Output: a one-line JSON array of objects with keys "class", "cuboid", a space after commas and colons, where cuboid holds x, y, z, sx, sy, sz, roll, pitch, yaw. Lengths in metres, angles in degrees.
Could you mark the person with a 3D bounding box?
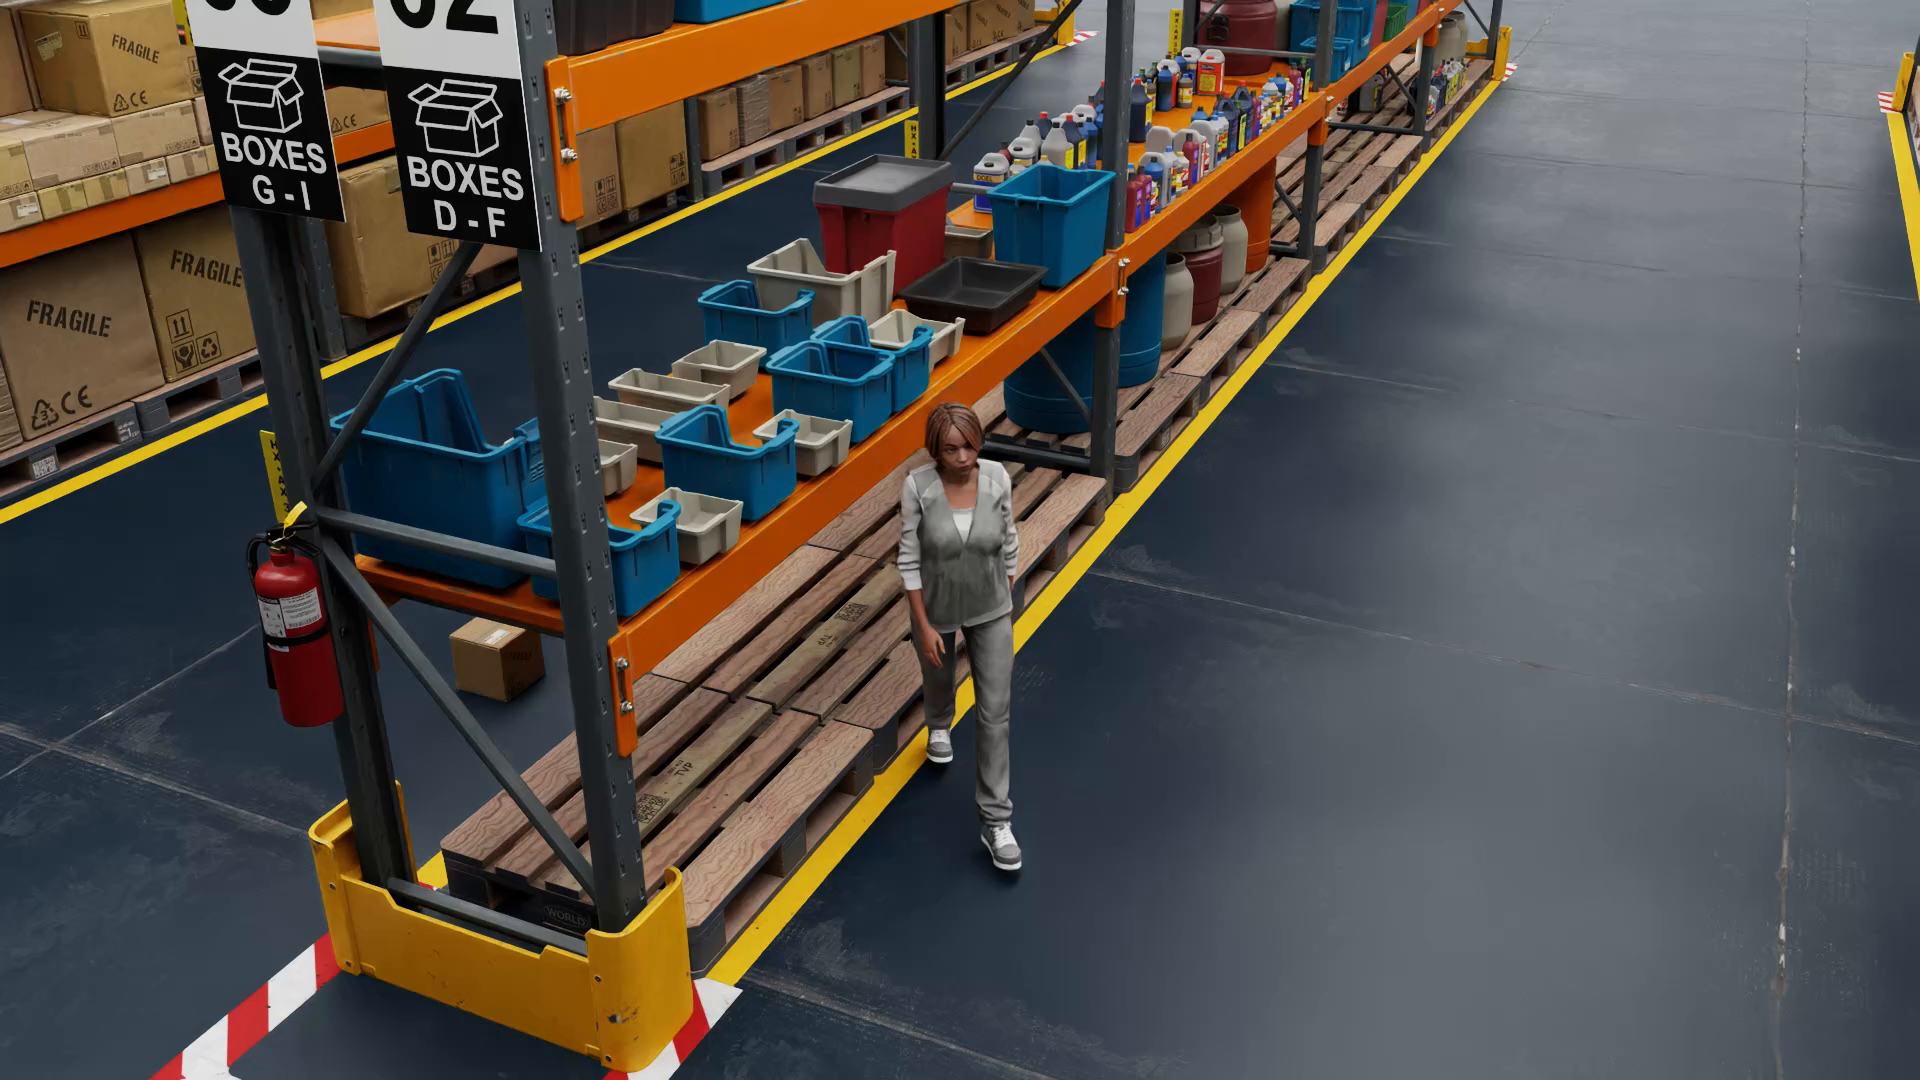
[{"class": "person", "cuboid": [-0.002, 0.240, 5.608, 0.417, 1.538, 0.921, -2, 27, -3]}]
